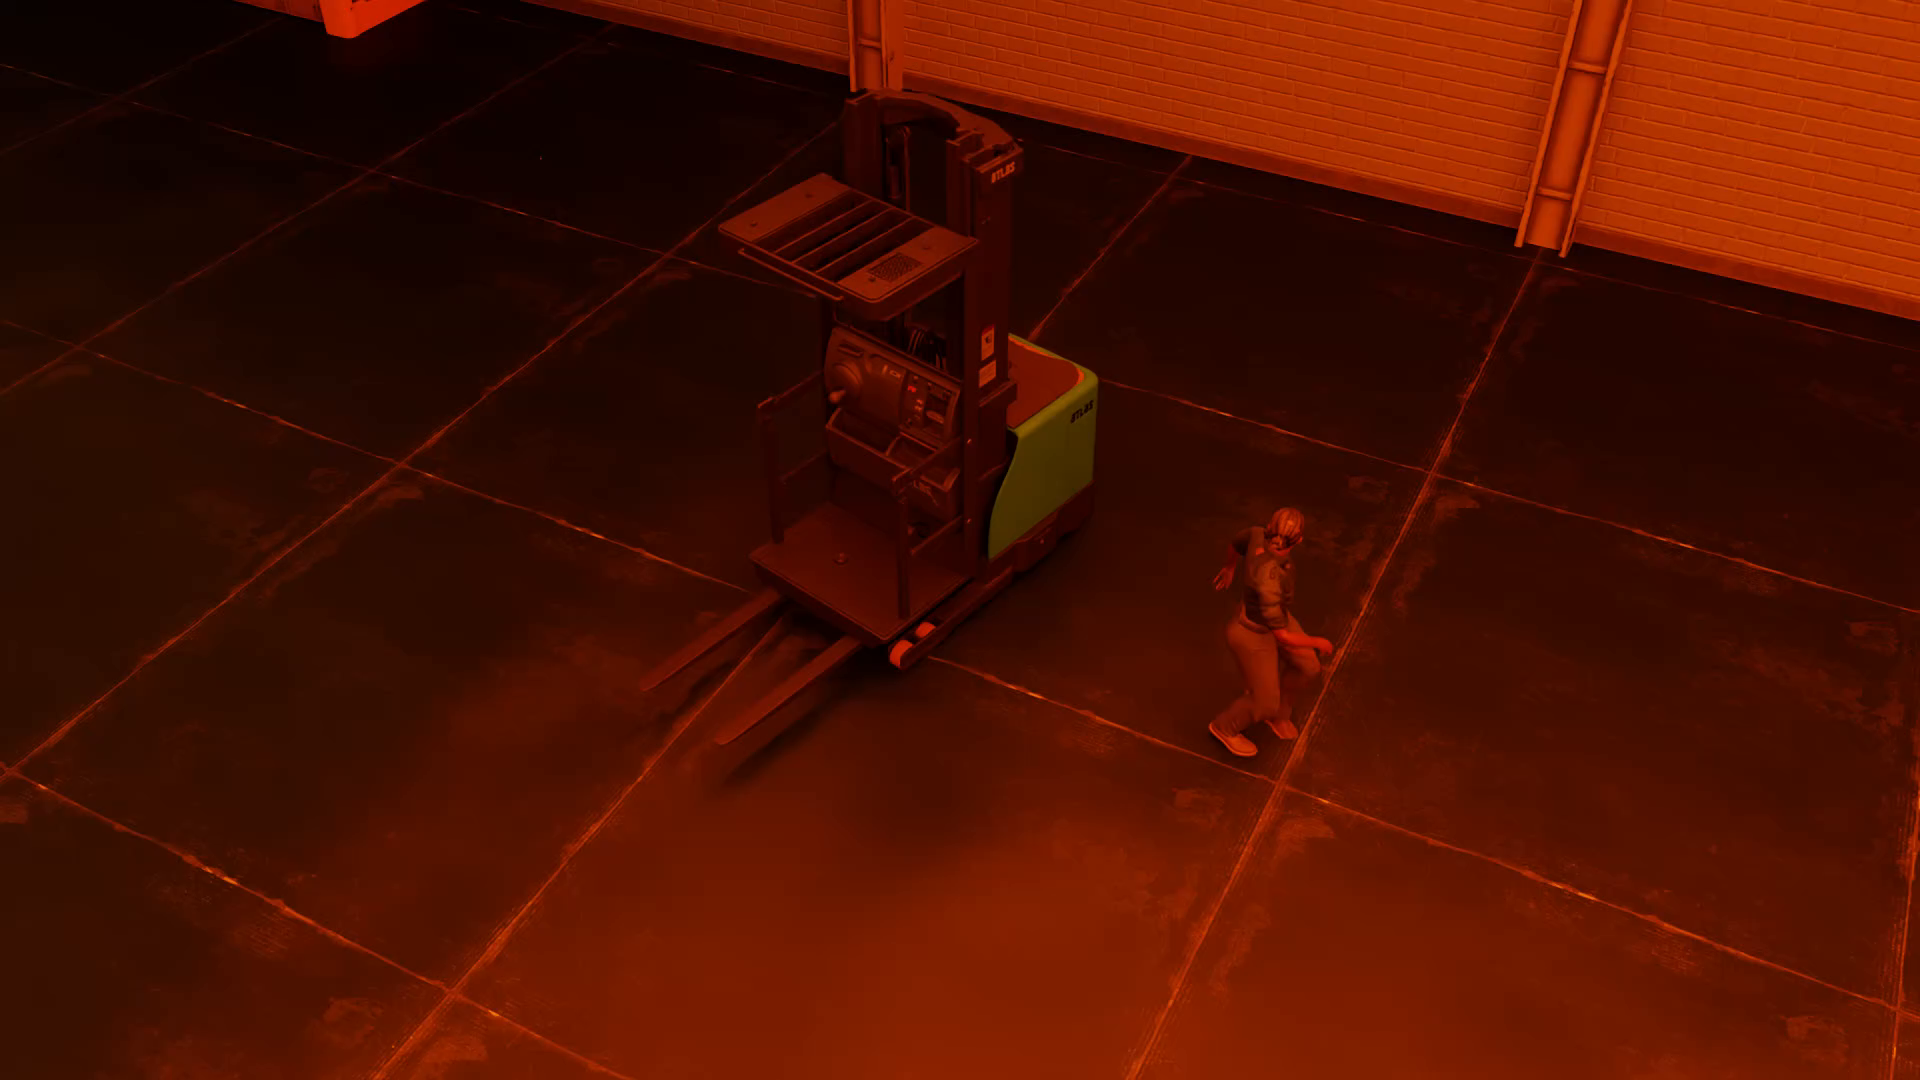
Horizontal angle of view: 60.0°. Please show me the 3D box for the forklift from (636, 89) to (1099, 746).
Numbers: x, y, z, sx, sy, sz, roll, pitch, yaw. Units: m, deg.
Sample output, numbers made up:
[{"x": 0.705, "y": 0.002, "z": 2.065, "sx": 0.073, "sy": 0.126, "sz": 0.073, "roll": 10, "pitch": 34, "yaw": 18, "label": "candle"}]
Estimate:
[{"x": -0.510, "y": -0.759, "z": 8.888, "sx": 1.130, "sy": 2.935, "sz": 3.031, "roll": 29, "pitch": 48, "yaw": 30, "label": "forklift"}]

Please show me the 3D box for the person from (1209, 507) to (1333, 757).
[{"x": 1.560, "y": 0.472, "z": 8.506, "sx": 0.720, "sy": 1.639, "sz": 0.583, "roll": 17, "pitch": 43, "yaw": 19, "label": "person"}]
